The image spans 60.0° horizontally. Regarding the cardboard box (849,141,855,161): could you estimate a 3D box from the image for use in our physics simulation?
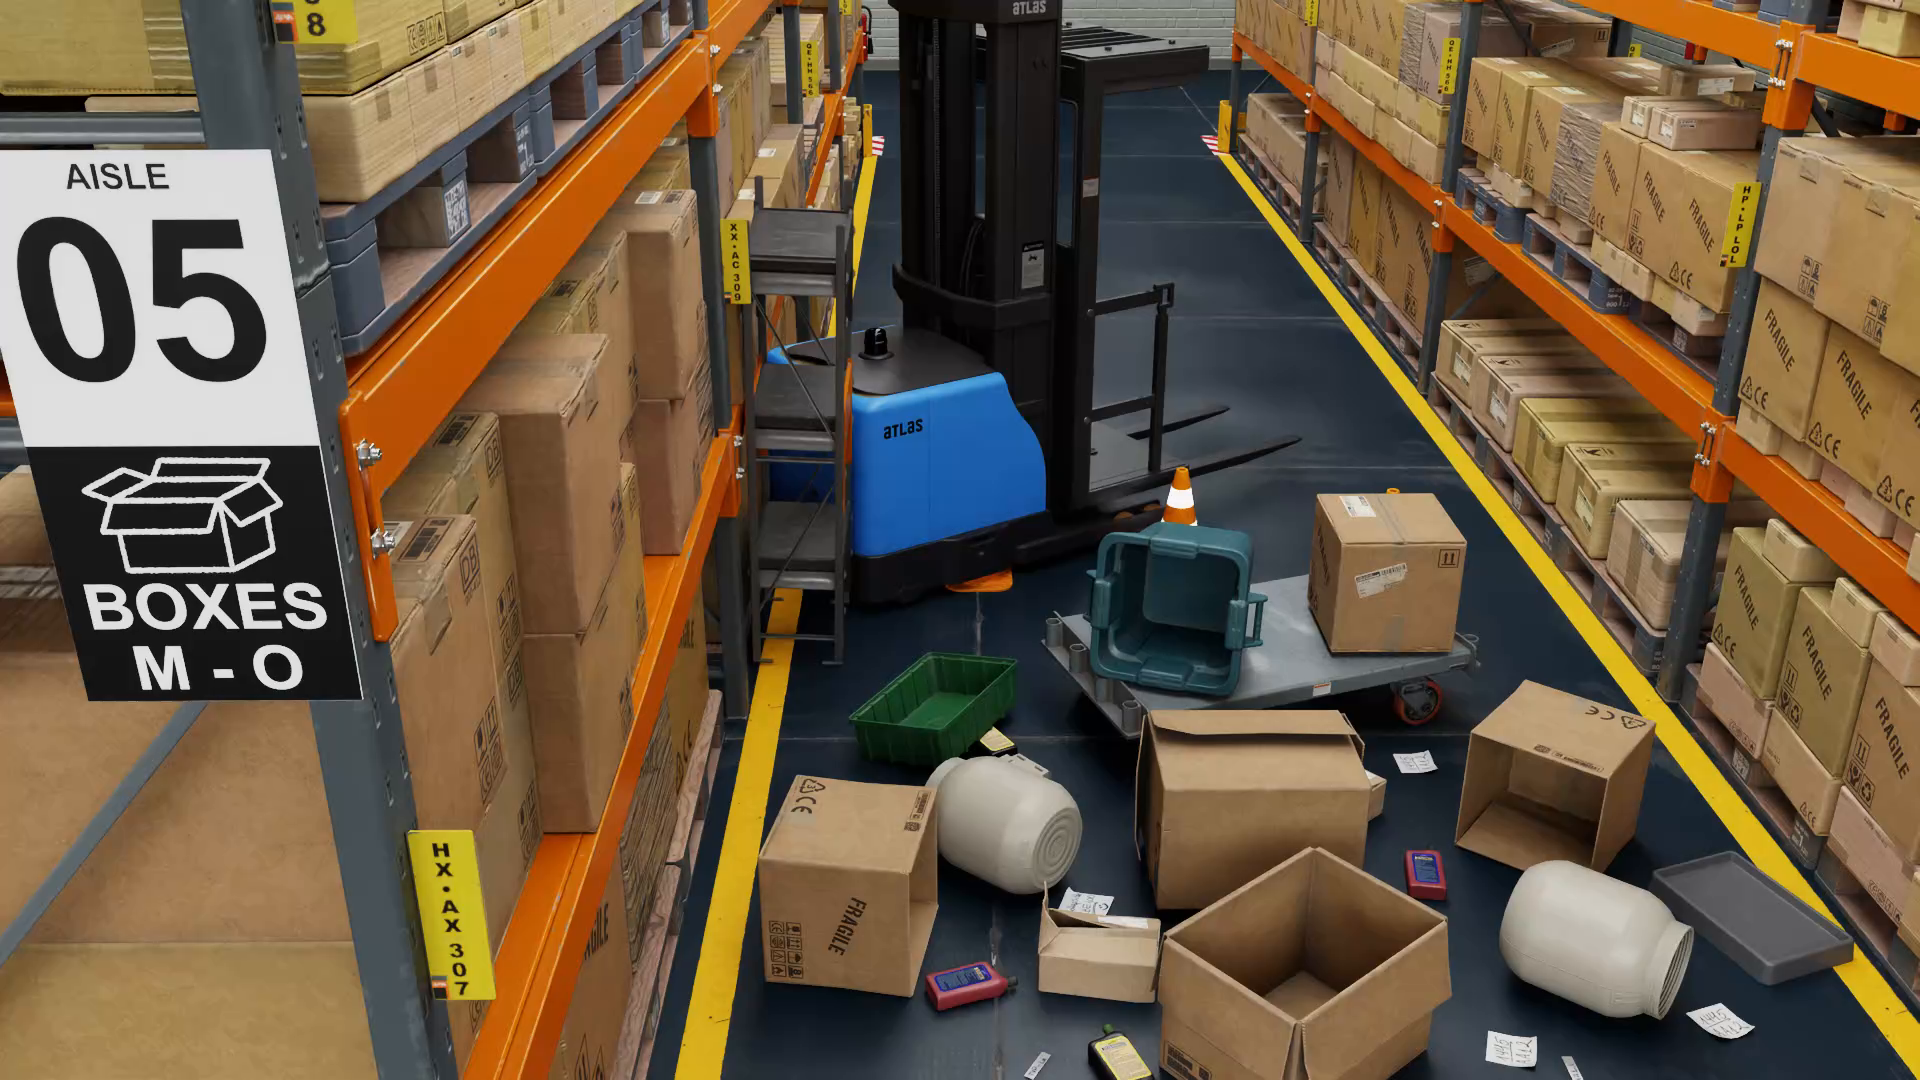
[{"bbox_3d":[-1.202,-3.729,15.944,0.380,0.149,0.250,0,24,0],"label":"cardboard box"}]

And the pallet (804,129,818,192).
[{"bbox_3d":[-1.561,-2.473,10.811,1.213,0.211,1.003,0,24,-1],"label":"pallet"}]

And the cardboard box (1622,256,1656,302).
[{"bbox_3d":[3.240,-1.186,7.526,0.380,0.149,0.250,-1,24,-1],"label":"cardboard box"}]

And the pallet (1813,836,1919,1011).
[{"bbox_3d":[3.604,1.368,5.469,1.003,0.211,1.213,0,24,-1],"label":"pallet"}]

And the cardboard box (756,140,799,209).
[{"bbox_3d":[-1.170,-1.923,9.241,0.500,0.500,0.500,0,24,-1],"label":"cardboard box"}]

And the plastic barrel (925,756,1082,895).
[{"bbox_3d":[0.143,1.015,5.991,0.512,0.421,0.421,19,30,35],"label":"plastic barrel"}]

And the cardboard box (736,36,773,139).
[{"bbox_3d":[-1.452,-2.583,9.488,0.700,0.500,0.500,0,24,-1],"label":"cardboard box"}]

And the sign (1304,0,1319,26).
[{"bbox_3d":[2.903,-4.407,13.707,0.100,0.325,0.005,0,24,-1],"label":"sign"}]

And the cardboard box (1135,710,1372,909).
[{"bbox_3d":[1.020,0.943,5.889,0.797,0.637,0.503,0,24,-1],"label":"cardboard box"}]

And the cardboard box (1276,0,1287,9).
[{"bbox_3d":[3.164,-5.093,15.035,0.500,0.500,0.500,0,24,0],"label":"cardboard box"}]

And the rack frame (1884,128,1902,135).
[{"bbox_3d":[8.421,-4.003,13.962,1.000,3.000,0.127,0,24,-1],"label":"rack frame"}]

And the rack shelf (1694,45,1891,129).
[{"bbox_3d":[8.399,-4.500,15.932,1.077,0.370,4.000,0,24,-1],"label":"rack shelf"}]

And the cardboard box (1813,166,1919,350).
[{"bbox_3d":[3.317,-0.927,5.464,0.700,0.500,0.500,0,24,0],"label":"cardboard box"}]

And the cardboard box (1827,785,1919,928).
[{"bbox_3d":[3.307,1.061,5.590,0.500,0.250,0.500,-1,24,-1],"label":"cardboard box"}]

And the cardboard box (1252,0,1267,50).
[{"bbox_3d":[3.153,-5.056,16.168,0.500,0.500,0.500,0,24,-1],"label":"cardboard box"}]

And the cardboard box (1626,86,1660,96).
[{"bbox_3d":[3.808,-2.097,8.754,0.500,0.500,0.500,-2,24,-4],"label":"cardboard box"}]

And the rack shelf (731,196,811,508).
[{"bbox_3d":[-1.425,-1.115,8.449,1.077,0.370,4.000,0,24,-1],"label":"rack shelf"}]

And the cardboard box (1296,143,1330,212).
[{"bbox_3d":[3.558,-3.263,14.923,0.875,0.438,0.875,-1,24,-1],"label":"cardboard box"}]

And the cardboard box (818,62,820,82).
[{"bbox_3d":[-1.284,-3.620,12.909,0.380,0.149,0.250,0,24,-1],"label":"cardboard box"}]

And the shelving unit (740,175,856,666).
[{"bbox_3d":[-0.684,-0.461,7.137,0.431,2.100,0.503,2,33,-1],"label":"shelving unit"}]

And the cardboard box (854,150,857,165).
[{"bbox_3d":[-1.218,-3.819,16.504,0.380,0.149,0.250,-1,24,-3],"label":"cardboard box"}]

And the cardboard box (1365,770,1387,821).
[{"bbox_3d":[1.408,0.908,6.420,0.258,0.266,0.396,-19,31,-36],"label":"cardboard box"}]

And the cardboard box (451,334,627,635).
[{"bbox_3d":[-1.294,-0.142,3.931,0.875,0.550,0.550,0,24,-1],"label":"cardboard box"}]

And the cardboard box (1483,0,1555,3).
[{"bbox_3d":[3.735,-3.454,11.413,0.500,0.500,0.500,0,24,1],"label":"cardboard box"}]

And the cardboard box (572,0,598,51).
[{"bbox_3d":[-1.060,-1.228,3.858,0.380,0.149,0.250,0,24,0],"label":"cardboard box"}]

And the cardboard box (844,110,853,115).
[{"bbox_3d":[-1.261,-4.193,16.610,0.380,0.149,0.250,-1,24,-3],"label":"cardboard box"}]

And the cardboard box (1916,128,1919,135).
[{"bbox_3d":[8.220,-3.338,13.866,0.380,0.149,0.250,-1,24,-1],"label":"cardboard box"}]

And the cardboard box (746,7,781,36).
[{"bbox_3d":[-1.779,-4.295,14.124,0.500,0.500,0.500,0,24,0],"label":"cardboard box"}]

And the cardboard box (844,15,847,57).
[{"bbox_3d":[-1.257,-4.506,14.590,0.500,0.500,0.500,0,24,-1],"label":"cardboard box"}]

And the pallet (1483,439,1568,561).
[{"bbox_3d":[3.519,-0.237,9.018,1.003,0.211,1.213,0,24,-1],"label":"pallet"}]

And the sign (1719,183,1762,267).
[{"bbox_3d":[2.990,-1.207,6.373,0.100,0.325,0.005,0,24,-1],"label":"sign"}]

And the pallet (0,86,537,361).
[{"bbox_3d":[-1.378,-0.603,2.910,1.003,0.211,1.213,0,24,-1],"label":"pallet"}]

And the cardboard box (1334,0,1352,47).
[{"bbox_3d":[3.208,-4.089,12.815,0.500,0.500,0.500,0,24,-1],"label":"cardboard box"}]

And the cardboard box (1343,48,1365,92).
[{"bbox_3d":[3.193,-3.534,12.498,0.500,0.250,0.500,0,24,0],"label":"cardboard box"}]

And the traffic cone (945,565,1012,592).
[{"bbox_3d":[0.092,-0.023,8.239,0.336,0.463,0.334,0,24,-1],"label":"traffic cone"}]

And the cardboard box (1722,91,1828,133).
[{"bbox_3d":[3.779,-1.994,7.739,0.380,0.149,0.250,1,24,2],"label":"cardboard box"}]

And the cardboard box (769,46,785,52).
[{"bbox_3d":[-1.274,-3.348,11.586,0.380,0.149,0.250,0,24,1],"label":"cardboard box"}]

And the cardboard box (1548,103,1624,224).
[{"bbox_3d":[3.298,-1.878,8.270,0.500,0.500,0.500,-1,24,-3],"label":"cardboard box"}]

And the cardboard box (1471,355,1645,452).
[{"bbox_3d":[3.514,-0.788,9.532,0.950,0.372,0.625,-1,24,-2],"label":"cardboard box"}]

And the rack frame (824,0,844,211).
[{"bbox_3d":[-1.491,-3.916,13.768,1.000,3.000,0.127,0,24,-1],"label":"rack frame"}]

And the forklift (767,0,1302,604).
[{"bbox_3d":[0.518,-1.480,8.465,3.031,2.935,1.130,-16,29,-31],"label":"forklift"}]

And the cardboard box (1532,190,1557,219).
[{"bbox_3d":[3.309,-1.831,8.955,0.380,0.149,0.250,1,24,3],"label":"cardboard box"}]

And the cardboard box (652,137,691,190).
[{"bbox_3d":[-1.415,-1.325,6.705,0.700,0.500,0.500,-1,24,-1],"label":"cardboard box"}]

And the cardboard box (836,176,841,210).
[{"bbox_3d":[-1.231,-2.664,13.524,0.500,0.500,0.500,-1,24,-2],"label":"cardboard box"}]

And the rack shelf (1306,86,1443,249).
[{"bbox_3d":[3.480,-2.828,12.235,1.077,0.370,4.000,0,24,-1],"label":"rack shelf"}]

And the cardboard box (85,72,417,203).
[{"bbox_3d":[-1.043,-0.603,2.477,0.380,0.149,0.250,0,24,0],"label":"cardboard box"}]

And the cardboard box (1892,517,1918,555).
[{"bbox_3d":[3.318,-0.012,5.442,0.380,0.149,0.250,0,24,-1],"label":"cardboard box"}]

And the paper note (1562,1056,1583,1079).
[{"bbox_3d":[1.890,1.634,5.124,0.032,0.001,0.123,0,24,-1],"label":"paper note"}]

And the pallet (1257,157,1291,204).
[{"bbox_3d":[3.512,-3.527,16.291,1.003,0.211,1.213,0,24,-1],"label":"pallet"}]

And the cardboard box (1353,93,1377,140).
[{"bbox_3d":[3.192,-3.098,12.142,0.500,0.250,0.500,-1,24,-1],"label":"cardboard box"}]

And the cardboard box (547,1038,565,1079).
[{"bbox_3d":[-1.433,1.527,3.803,0.875,0.875,0.875,0,24,0],"label":"cardboard box"}]

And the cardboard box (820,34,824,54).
[{"bbox_3d":[-1.289,-3.965,13.311,0.380,0.149,0.250,0,24,1],"label":"cardboard box"}]

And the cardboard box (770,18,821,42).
[{"bbox_3d":[-1.287,-3.988,13.002,0.380,0.149,0.250,-1,24,-2],"label":"cardboard box"}]

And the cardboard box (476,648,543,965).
[{"bbox_3d":[-1.437,0.582,3.642,0.875,0.550,0.550,0,24,-1],"label":"cardboard box"}]

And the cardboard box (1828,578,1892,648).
[{"bbox_3d":[3.230,0.249,5.689,0.380,0.149,0.250,1,24,1],"label":"cardboard box"}]

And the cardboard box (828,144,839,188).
[{"bbox_3d":[-1.230,-3.004,13.366,0.500,0.250,0.500,-1,24,-2],"label":"cardboard box"}]
